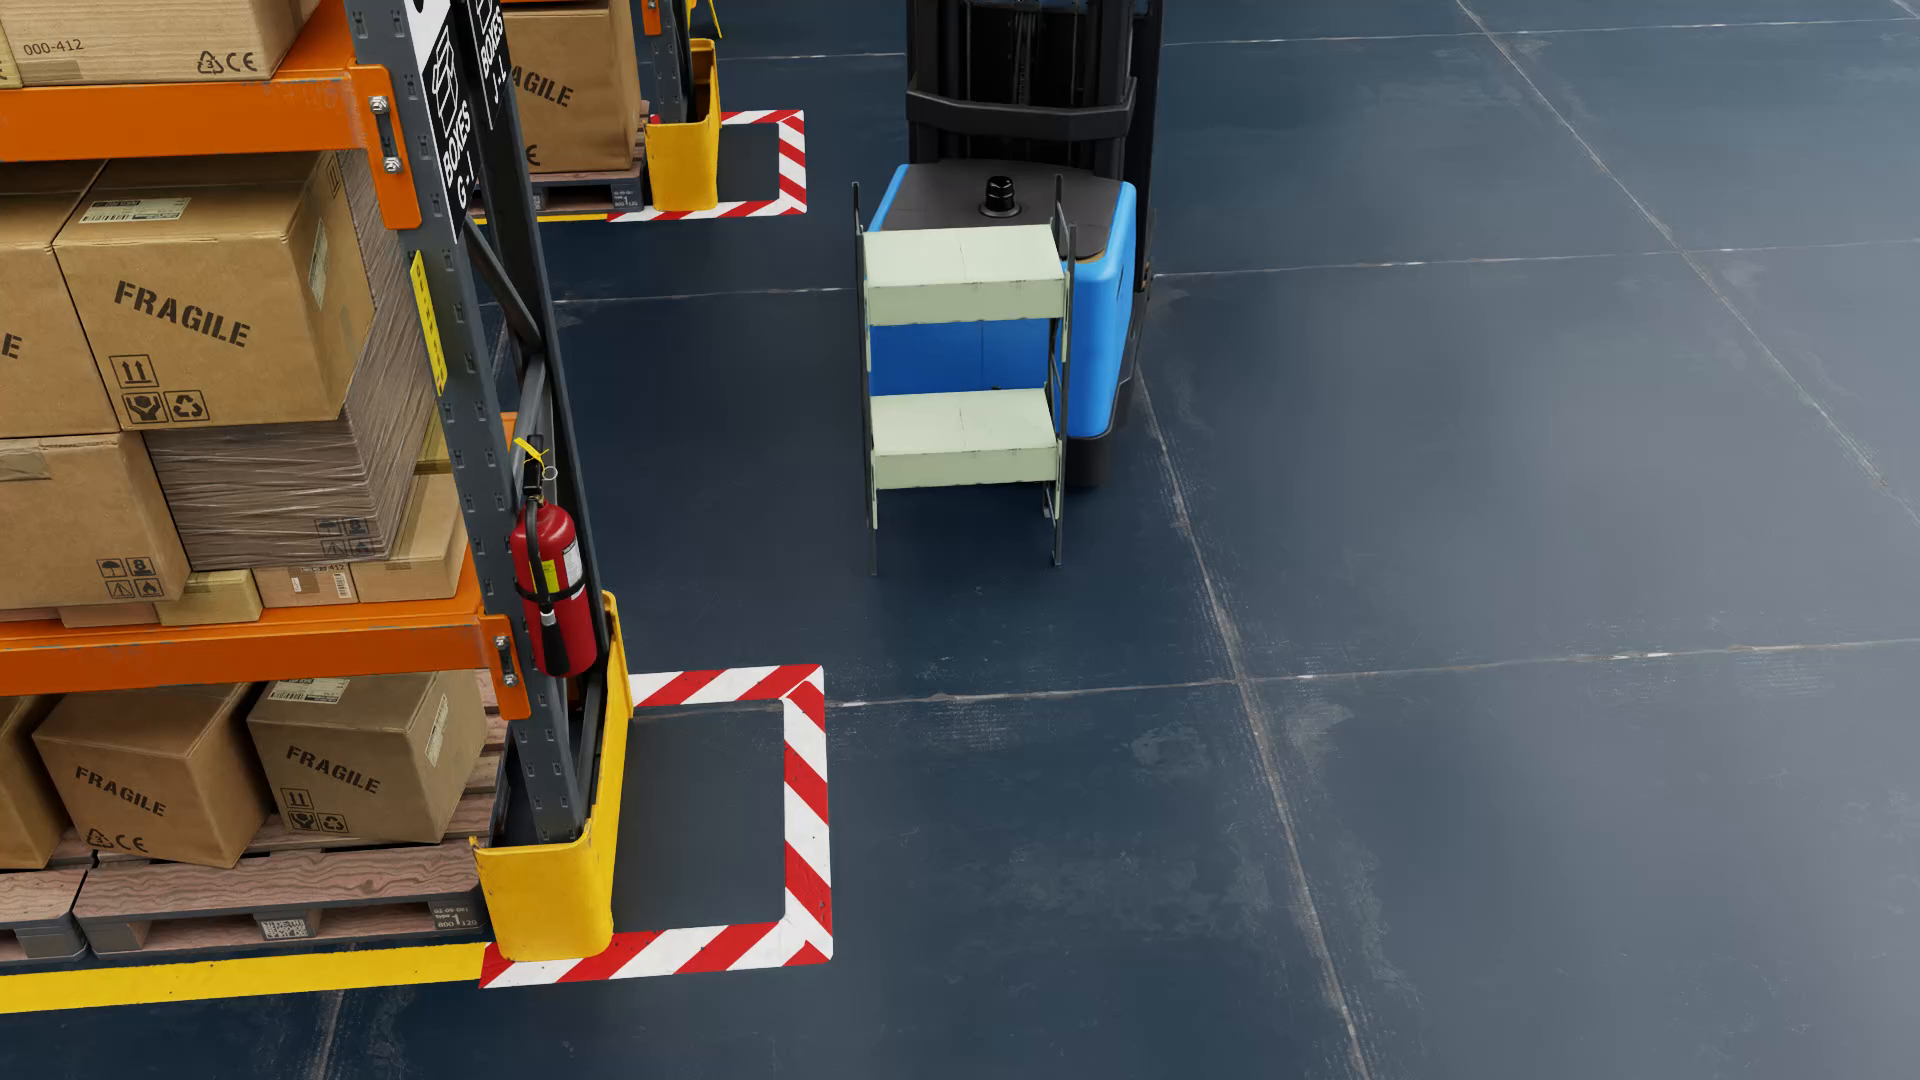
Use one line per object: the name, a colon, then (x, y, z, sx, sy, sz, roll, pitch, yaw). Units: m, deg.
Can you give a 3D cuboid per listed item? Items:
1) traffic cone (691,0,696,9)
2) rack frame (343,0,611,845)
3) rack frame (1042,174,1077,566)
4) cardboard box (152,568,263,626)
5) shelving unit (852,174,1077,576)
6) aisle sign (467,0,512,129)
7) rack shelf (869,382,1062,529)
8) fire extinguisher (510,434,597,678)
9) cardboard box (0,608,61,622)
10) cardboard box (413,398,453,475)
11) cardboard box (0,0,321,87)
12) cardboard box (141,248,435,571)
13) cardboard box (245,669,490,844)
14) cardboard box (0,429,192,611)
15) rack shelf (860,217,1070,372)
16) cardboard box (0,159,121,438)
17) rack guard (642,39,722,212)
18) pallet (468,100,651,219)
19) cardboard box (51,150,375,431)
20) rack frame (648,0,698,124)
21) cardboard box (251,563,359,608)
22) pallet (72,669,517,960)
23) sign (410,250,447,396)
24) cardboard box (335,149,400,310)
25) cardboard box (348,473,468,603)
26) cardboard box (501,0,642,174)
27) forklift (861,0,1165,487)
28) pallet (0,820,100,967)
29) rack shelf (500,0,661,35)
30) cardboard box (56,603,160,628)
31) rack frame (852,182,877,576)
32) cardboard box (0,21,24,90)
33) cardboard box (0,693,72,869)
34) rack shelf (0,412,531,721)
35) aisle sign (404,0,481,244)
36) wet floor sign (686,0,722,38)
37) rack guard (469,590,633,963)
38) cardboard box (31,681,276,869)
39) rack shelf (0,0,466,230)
traffic cone: (-1.982, -3.884, 11.299, 0.334, 0.463, 0.336, -3, 38, -4)
rack frame: (-1.227, -0.251, 4.647, 0.127, 3.000, 1.000, -3, 38, -4)
rack frame: (0.371, -0.609, 6.311, 0.023, 1.500, 0.400, -3, 38, -4)
cardboard box: (-1.986, 0.049, 4.469, 0.250, 0.149, 0.380, -3, 38, -4)
shelving unit: (0.007, -0.589, 6.286, 0.755, 1.500, 0.431, -3, 38, -4)
aisle sign: (-1.192, -1.460, 4.080, 0.004, 0.787, 0.394, -3, 38, -4)
rack shelf: (0.007, -0.333, 6.488, 0.720, 0.370, 0.431, -3, 38, -4)
fire extinguisher: (-1.072, 0.057, 4.318, 0.183, 0.674, 0.296, -3, 38, -4)
cardboard box: (-2.489, 0.042, 4.479, 0.250, 0.149, 0.380, -3, 38, -4)
cardboard box: (-1.532, -0.284, 4.891, 0.250, 0.149, 0.380, -3, 38, -4)
cardboard box: (-1.685, -1.187, 3.532, 0.500, 0.250, 0.500, -2, 38, -3)
cardboard box: (-1.777, -0.394, 4.507, 0.500, 0.500, 0.875, -3, 38, -4)
cardboard box: (-1.851, 0.589, 5.261, 0.500, 0.500, 0.500, 4, 38, 4)
cardboard box: (-2.265, -0.293, 4.378, 0.500, 0.500, 0.875, -3, 38, -4)
rack shelf: (0.007, -0.896, 6.044, 0.720, 0.370, 0.431, -3, 38, -4)
cardboard box: (-2.251, -0.586, 3.943, 0.500, 0.500, 0.500, -3, 38, -4)
rack guard: (-1.542, -2.337, 9.308, 0.348, 0.500, 1.175, -3, 38, -4)
pallet: (-2.355, -2.130, 9.279, 1.213, 0.211, 1.003, -3, 38, -4)
cardboard box: (-1.753, -0.617, 3.983, 0.500, 0.500, 0.500, -3, 38, -4)
rack frame: (-1.566, -3.317, 8.532, 0.127, 3.000, 1.000, -3, 38, -4)
cardboard box: (-1.742, 0.004, 4.527, 0.250, 0.149, 0.380, -3, 38, -4)
pallet: (-2.115, 0.870, 5.476, 1.213, 0.211, 1.003, -3, 38, -4)
sign: (-1.198, -0.486, 3.755, 0.005, 0.325, 0.100, -3, 38, -4)
cardboard box: (-1.799, -0.938, 4.389, 0.500, 0.500, 0.500, -3, 38, -4)
cardboard box: (-1.493, -0.010, 4.543, 0.250, 0.149, 0.380, -3, 38, -4)
cardboard box: (-2.235, -2.570, 8.962, 0.875, 0.875, 0.875, -3, 38, -4)
forklift: (0.359, -2.285, 7.280, 1.130, 2.935, 3.031, 6, 39, 8)
pallet: (-3.328, 0.935, 5.394, 1.213, 0.211, 1.003, -3, 38, -4)
rack shelf: (-3.558, -2.925, 8.616, 4.000, 0.370, 1.077, -3, 38, -4)
cardboard box: (-2.237, 0.053, 4.464, 0.250, 0.149, 0.380, -3, 38, -4)
rack frame: (-0.358, -0.569, 6.260, 0.023, 1.500, 0.400, -3, 38, -4)
cardboard box: (-2.182, -1.158, 3.495, 0.500, 0.250, 0.500, -3, 38, -4)
cardboard box: (-3.068, 0.666, 5.164, 0.500, 0.500, 0.500, 0, 38, 0)
rack shelf: (-3.219, 0.141, 4.731, 4.000, 0.370, 1.077, -3, 38, -4)
aisle sign: (-1.139, -1.090, 3.611, 0.004, 0.787, 0.394, -3, 38, -4)
wet floor sign: (-1.712, -3.616, 10.812, 0.232, 0.644, 0.267, -9, 39, -12)
rack guard: (-1.303, 0.734, 5.416, 0.348, 0.500, 1.175, -3, 38, -4)
cardboard box: (-2.443, 0.643, 5.192, 0.500, 0.500, 0.500, 6, 39, 8)
rack shelf: (-3.219, -1.037, 3.801, 4.000, 0.370, 1.077, -3, 38, -4)
